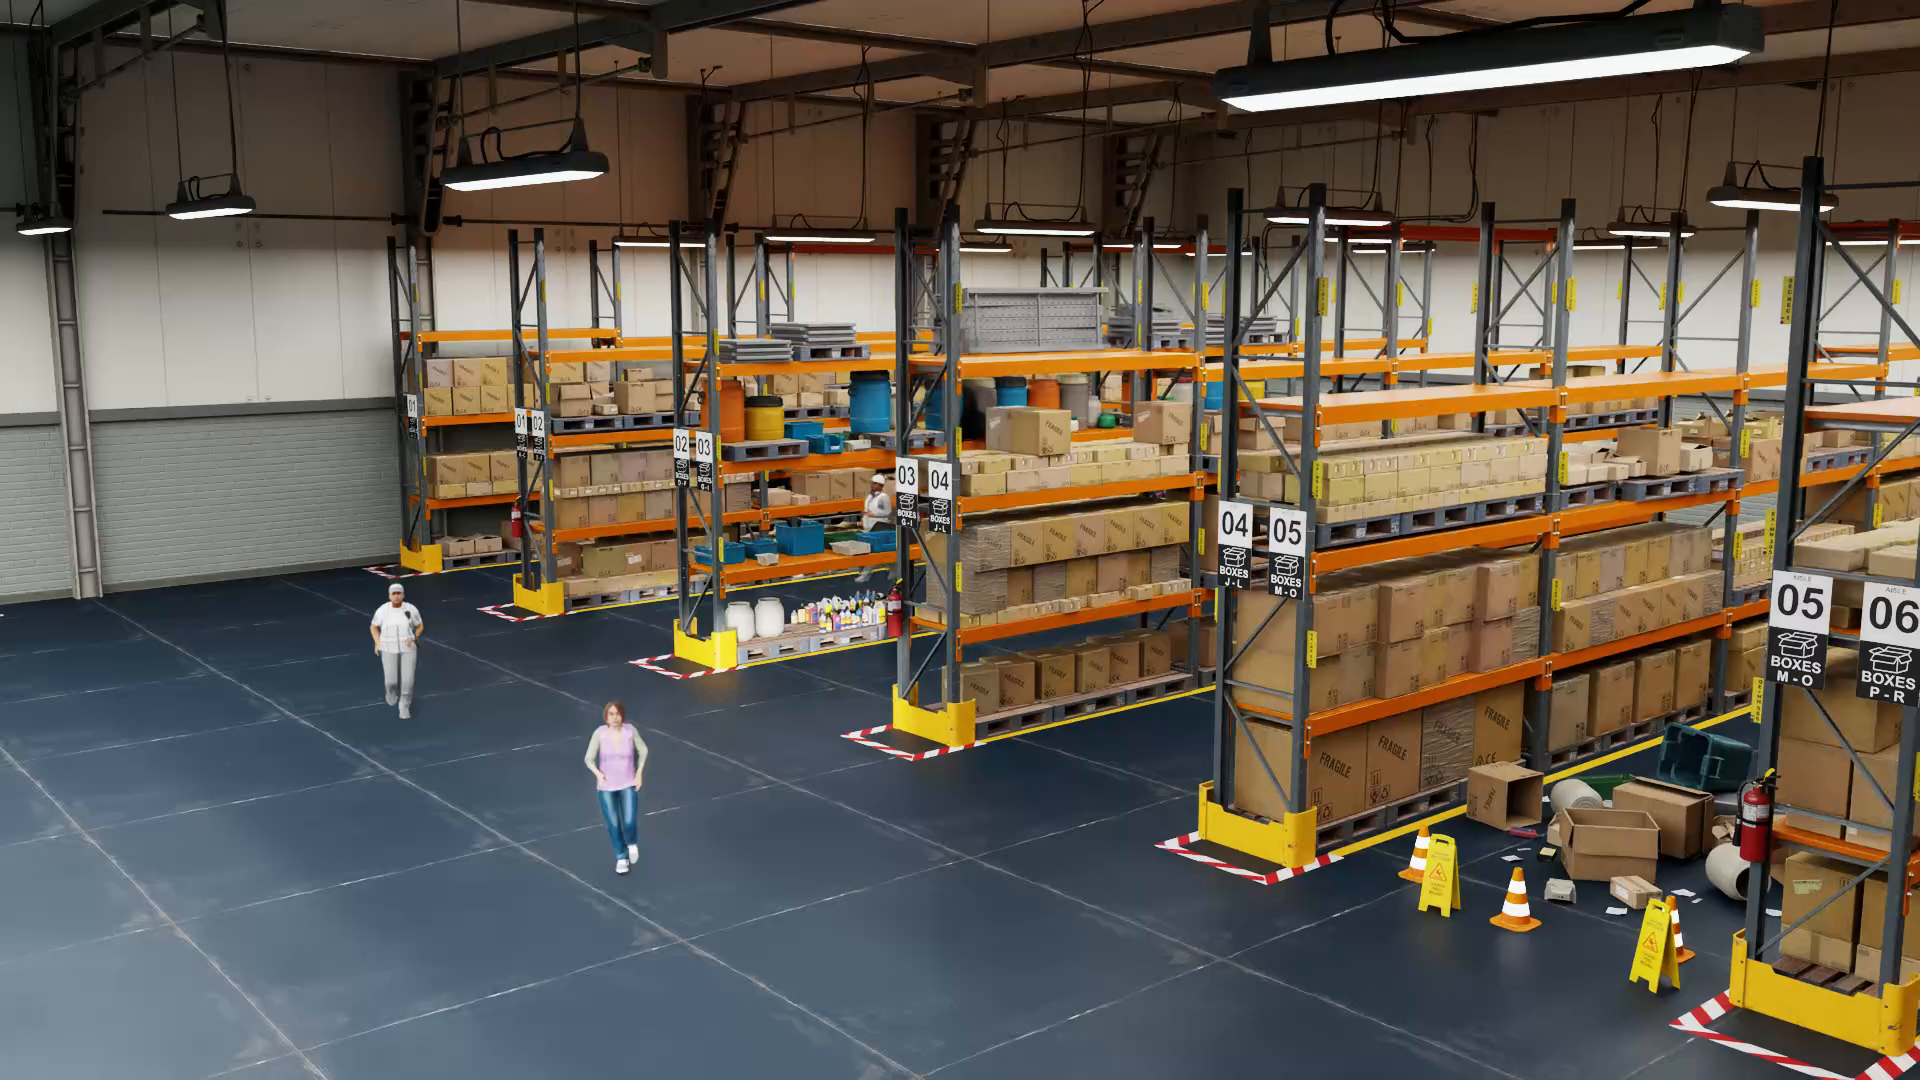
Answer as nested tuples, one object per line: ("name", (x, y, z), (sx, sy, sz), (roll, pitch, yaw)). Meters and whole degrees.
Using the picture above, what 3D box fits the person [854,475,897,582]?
("person", (-1.393, -0.180, 27.320), (0.852, 1.790, 0.667), (-9, 12, -44))

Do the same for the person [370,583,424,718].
("person", (-6.727, 1.327, 19.930), (0.607, 1.627, 0.549), (-3, 9, -20))

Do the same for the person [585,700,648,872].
("person", (-3.004, 2.172, 14.551), (0.540, 1.561, 0.520), (-1, 9, -9))
